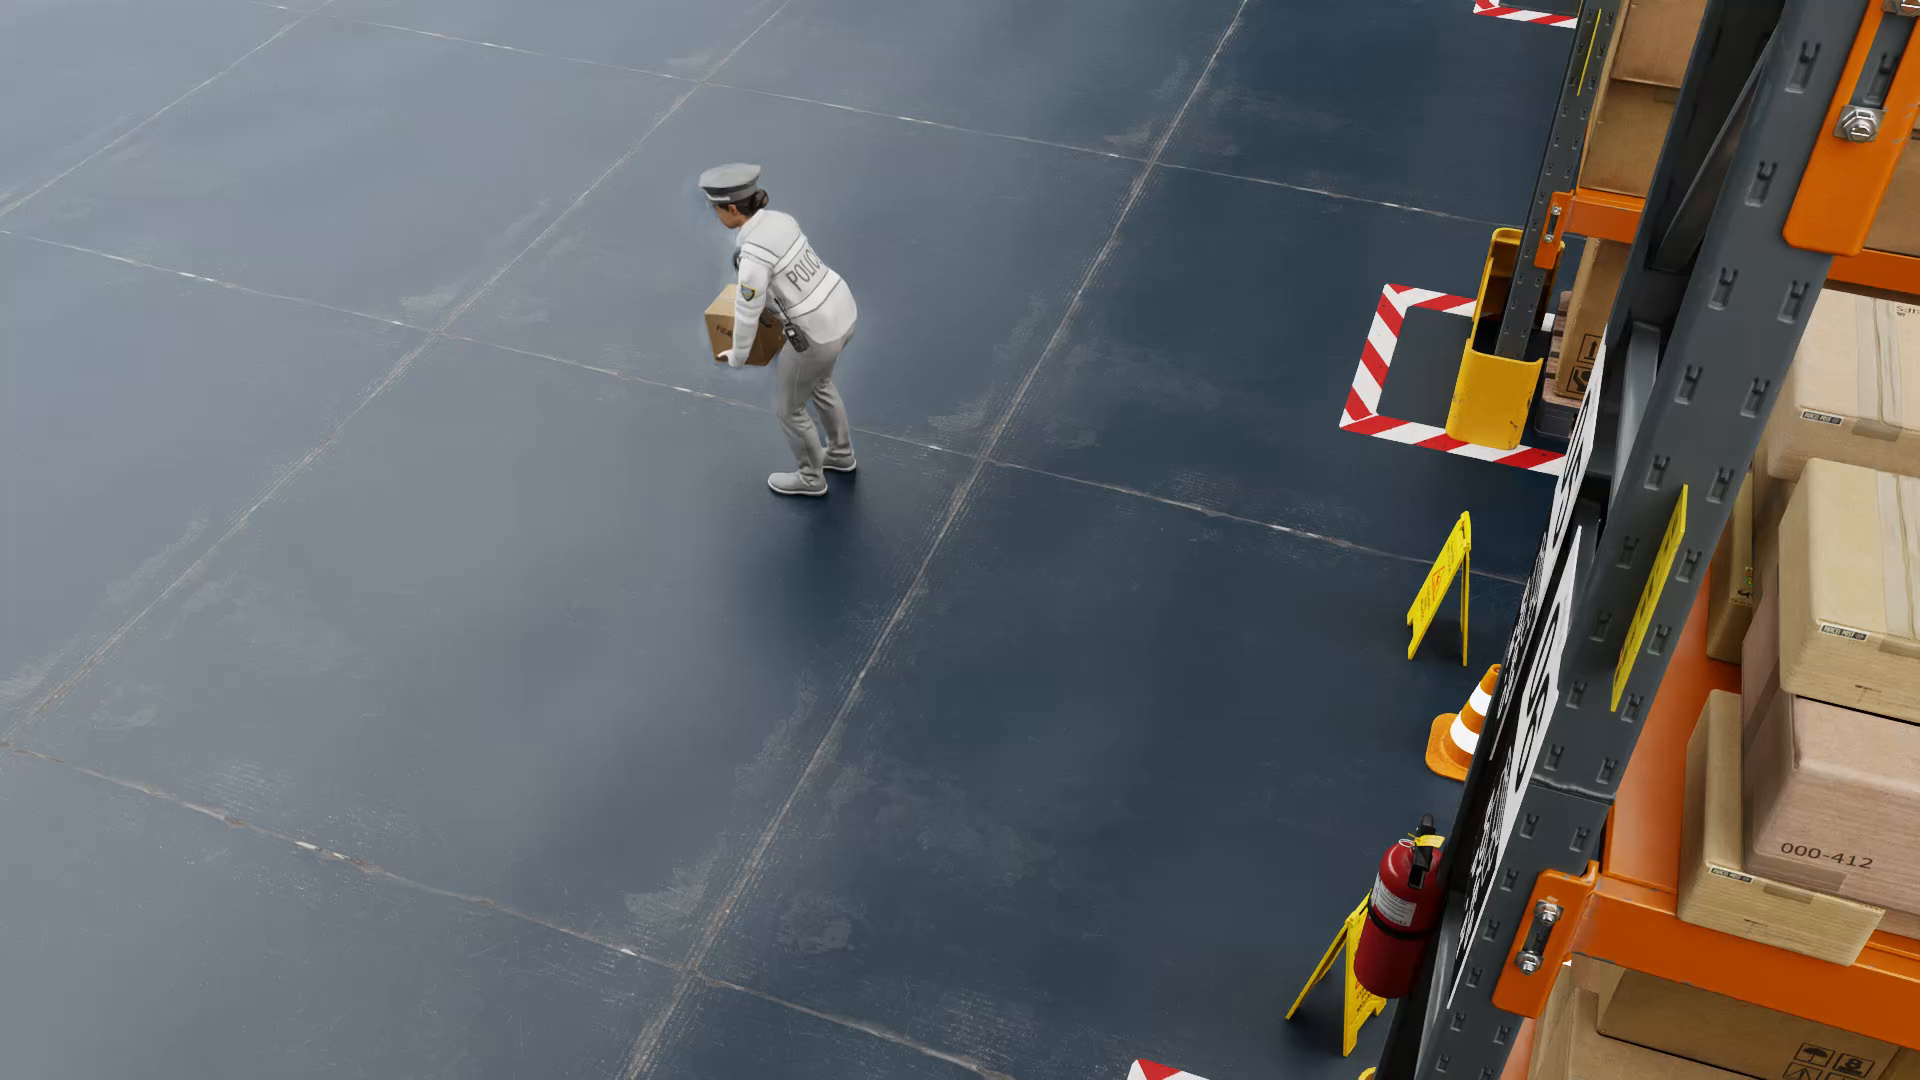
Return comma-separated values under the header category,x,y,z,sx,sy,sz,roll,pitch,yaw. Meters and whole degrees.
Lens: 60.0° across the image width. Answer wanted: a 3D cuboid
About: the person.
category,x,y,z,sx,sy,sz,roll,pitch,yaw
person,-0.760,-0.881,7.222,0.623,1.572,0.407,13,43,14
